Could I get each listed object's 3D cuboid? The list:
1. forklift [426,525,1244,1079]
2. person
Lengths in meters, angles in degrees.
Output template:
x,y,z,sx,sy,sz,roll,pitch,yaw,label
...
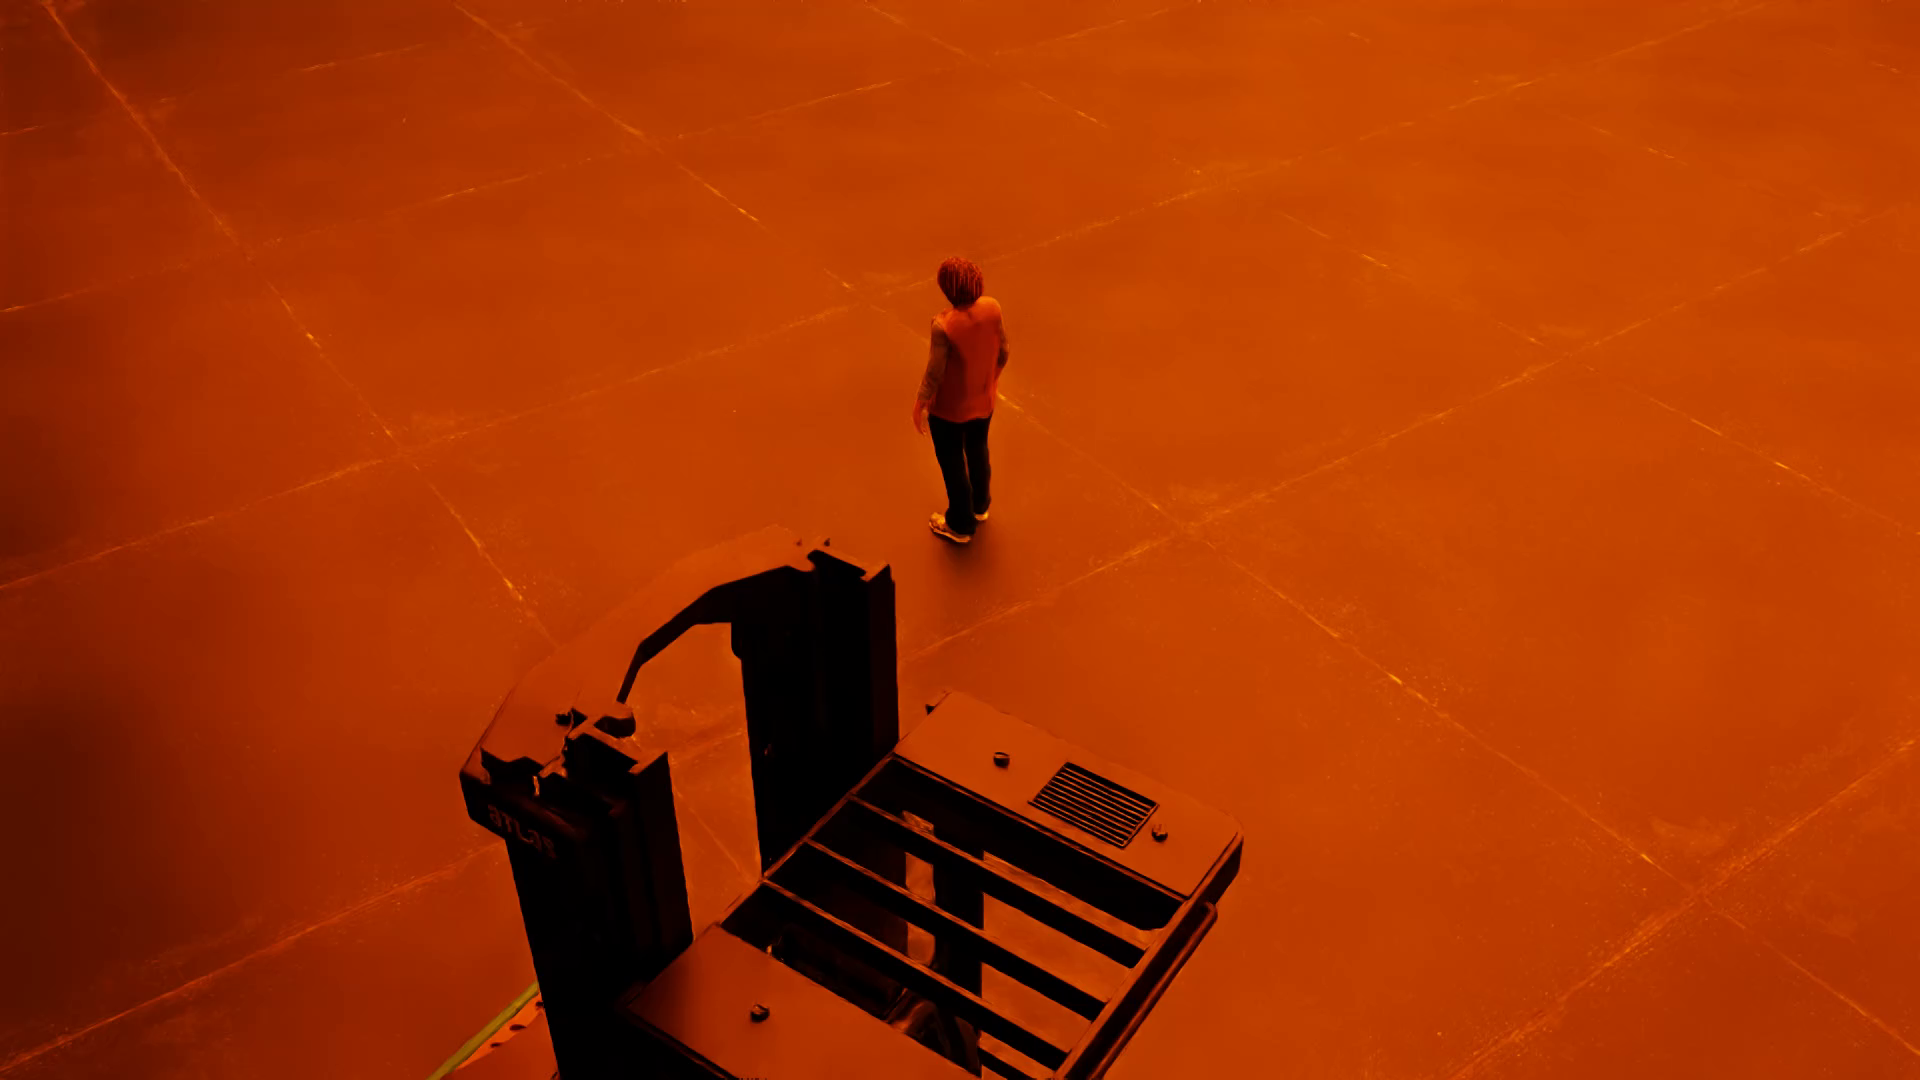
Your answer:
x,y,z,sx,sy,sz,roll,pitch,yaw,label
-0.083,1.521,3.887,3.031,2.935,1.130,22,42,27,forklift
-0.032,-0.688,7.986,0.520,1.597,0.474,-23,42,-28,person
